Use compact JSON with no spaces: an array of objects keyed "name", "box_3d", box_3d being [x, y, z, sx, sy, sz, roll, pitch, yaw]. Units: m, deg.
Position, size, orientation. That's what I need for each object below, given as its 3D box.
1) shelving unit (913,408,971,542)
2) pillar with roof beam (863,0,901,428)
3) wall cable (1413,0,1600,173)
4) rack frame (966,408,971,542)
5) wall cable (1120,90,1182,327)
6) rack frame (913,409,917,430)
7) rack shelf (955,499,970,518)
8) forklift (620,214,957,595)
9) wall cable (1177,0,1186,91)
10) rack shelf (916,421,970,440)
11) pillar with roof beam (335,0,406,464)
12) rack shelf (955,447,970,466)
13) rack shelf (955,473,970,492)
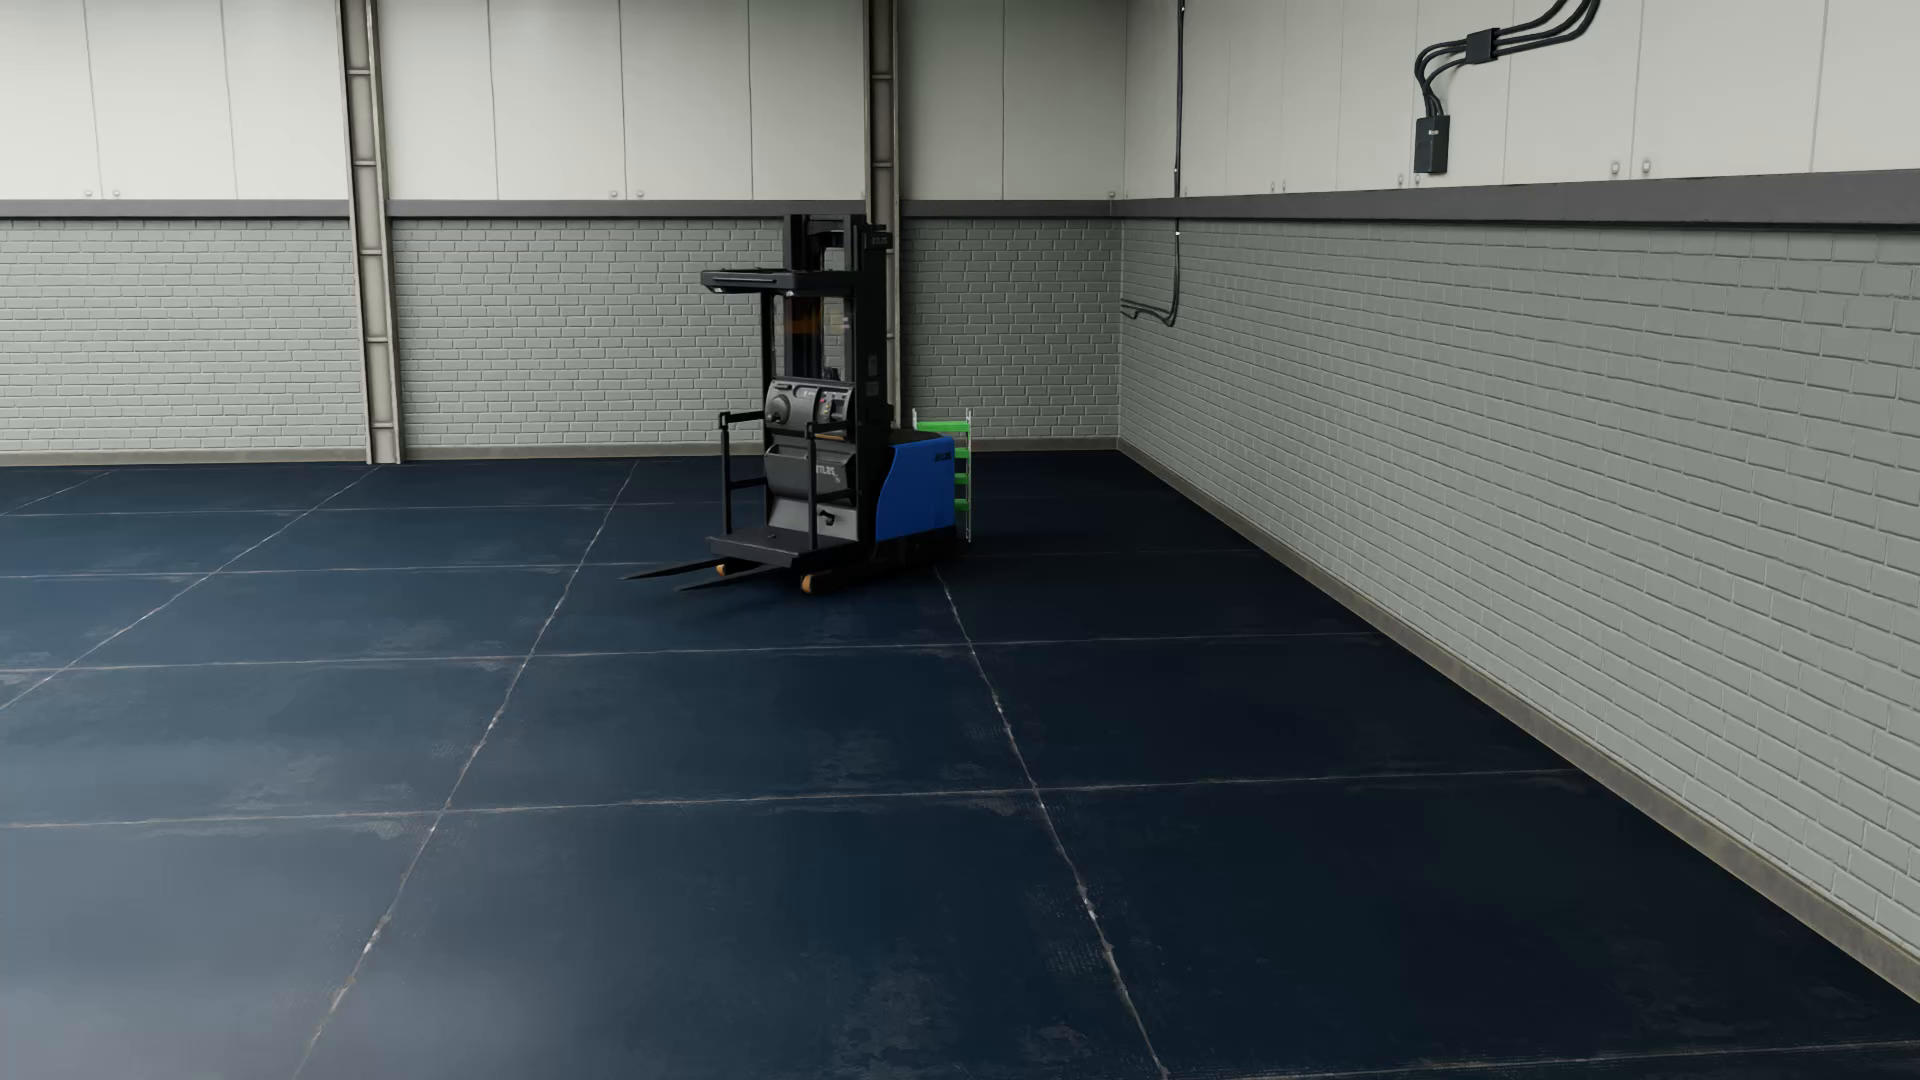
[{"name":"shelving unit","box_3d":[-0.165,-0.585,15.117,0.503,1.200,0.258,-1,11,-6]},{"name":"pillar with roof beam","box_3d":[-0.475,-4.655,15.600,0.400,9.000,9.100,-1,11,-6]},{"name":"wall cable","box_3d":[3.141,-5.136,9.231,0.169,6.003,2.305,-1,11,-6]},{"name":"rack frame","box_3d":[0.078,-0.590,15.143,0.015,1.200,0.240,-1,11,-6]},{"name":"wall cable","box_3d":[2.131,-3.765,19.121,0.112,2.526,3.097,-1,11,-6]},{"name":"rack frame","box_3d":[-0.407,-0.580,15.091,0.015,1.200,0.240,-1,11,-6]},{"name":"rack shelf","box_3d":[-0.165,-0.287,15.175,0.480,0.148,0.258,-1,11,-6]},{"name":"forklift","box_3d":[-1.359,-1.115,13.326,1.130,2.935,3.031,9,14,39]},{"name":"wall cable","box_3d":[2.423,-5.724,15.995,0.112,2.526,3.097,-1,11,-6]},{"name":"rack shelf","box_3d":[-0.165,-0.994,15.036,0.480,0.148,0.258,-1,11,-6]},{"name":"pillar with roof beam","box_3d":[-6.440,-4.530,14.964,0.400,9.000,9.100,-1,11,-6]},{"name":"rack shelf","box_3d":[-0.165,-0.758,15.083,0.480,0.148,0.258,-1,11,-6]},{"name":"rack shelf","box_3d":[-0.165,-0.523,15.129,0.480,0.148,0.258,-1,11,-6]}]
